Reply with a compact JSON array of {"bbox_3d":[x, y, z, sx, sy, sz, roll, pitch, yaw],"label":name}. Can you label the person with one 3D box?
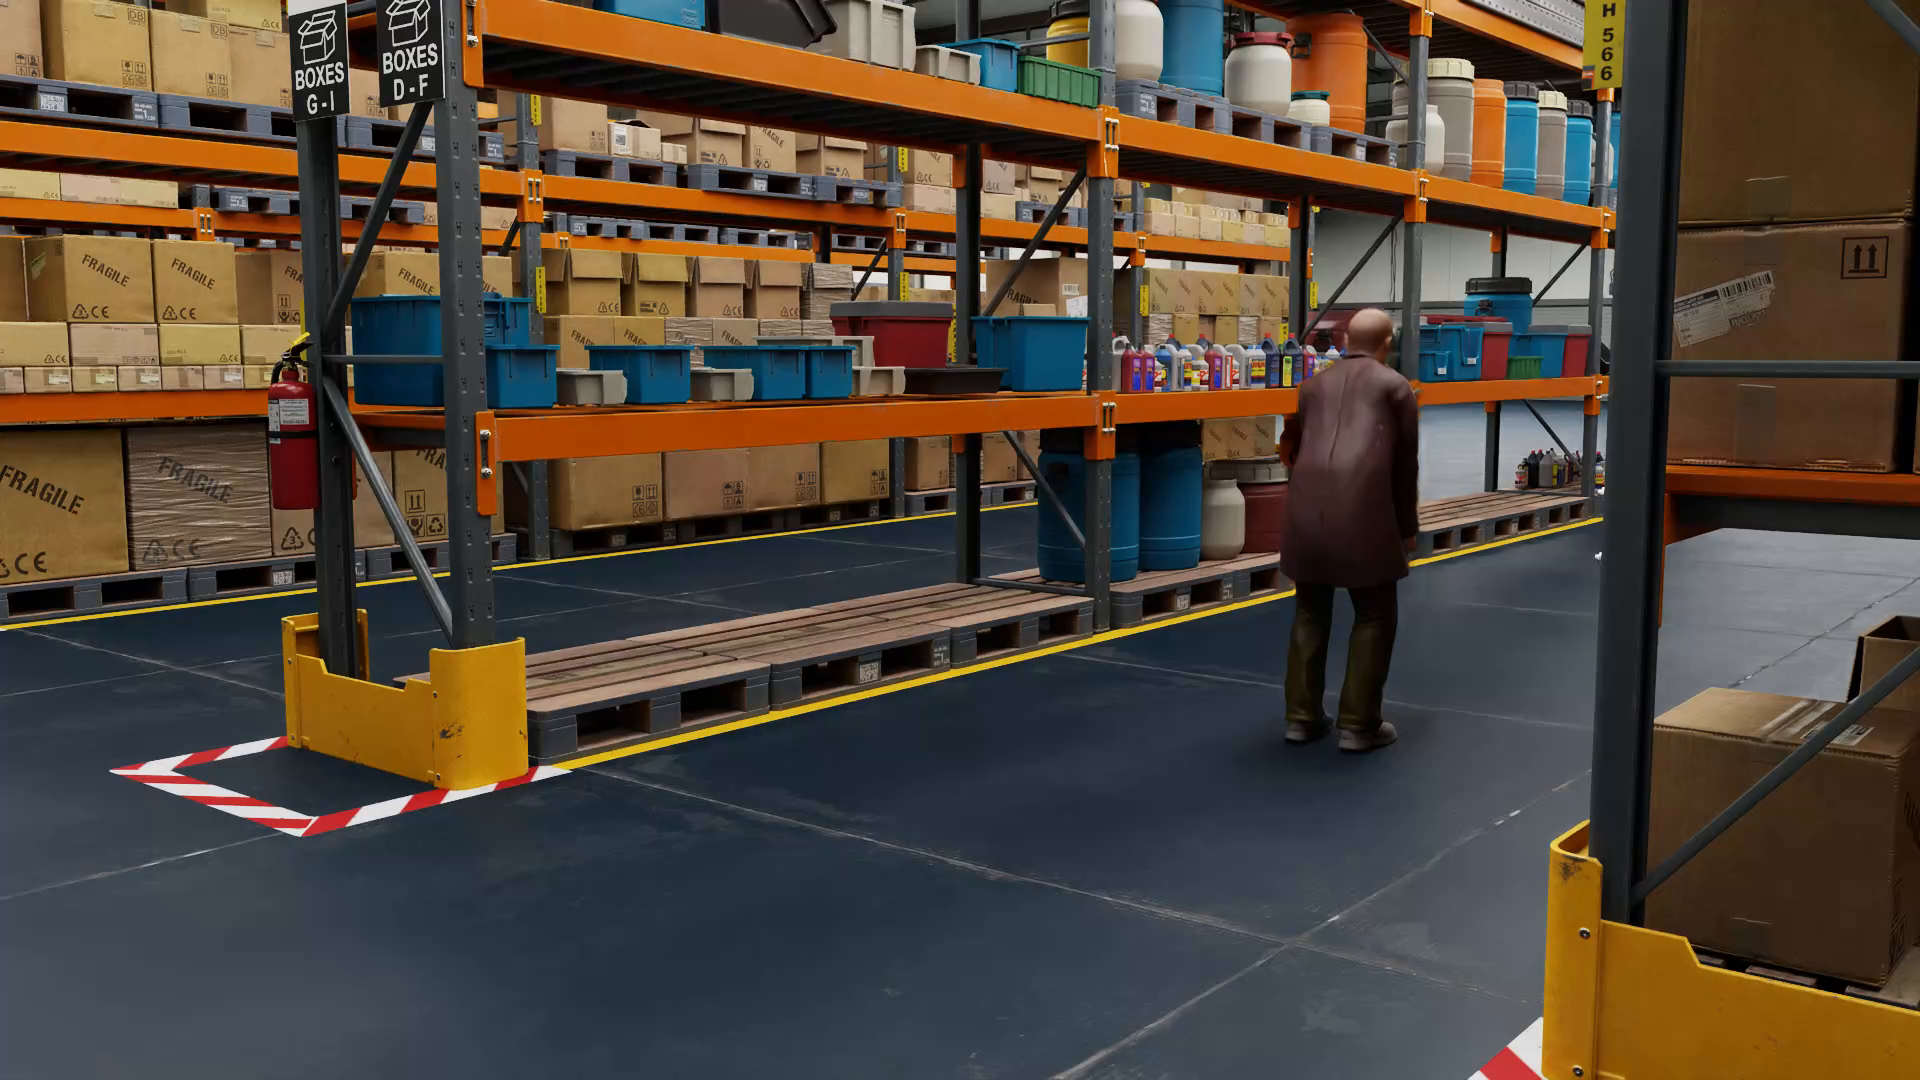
[{"bbox_3d":[1.563,-0.058,6.596,0.537,1.716,0.615,5,8,37],"label":"person"}]
